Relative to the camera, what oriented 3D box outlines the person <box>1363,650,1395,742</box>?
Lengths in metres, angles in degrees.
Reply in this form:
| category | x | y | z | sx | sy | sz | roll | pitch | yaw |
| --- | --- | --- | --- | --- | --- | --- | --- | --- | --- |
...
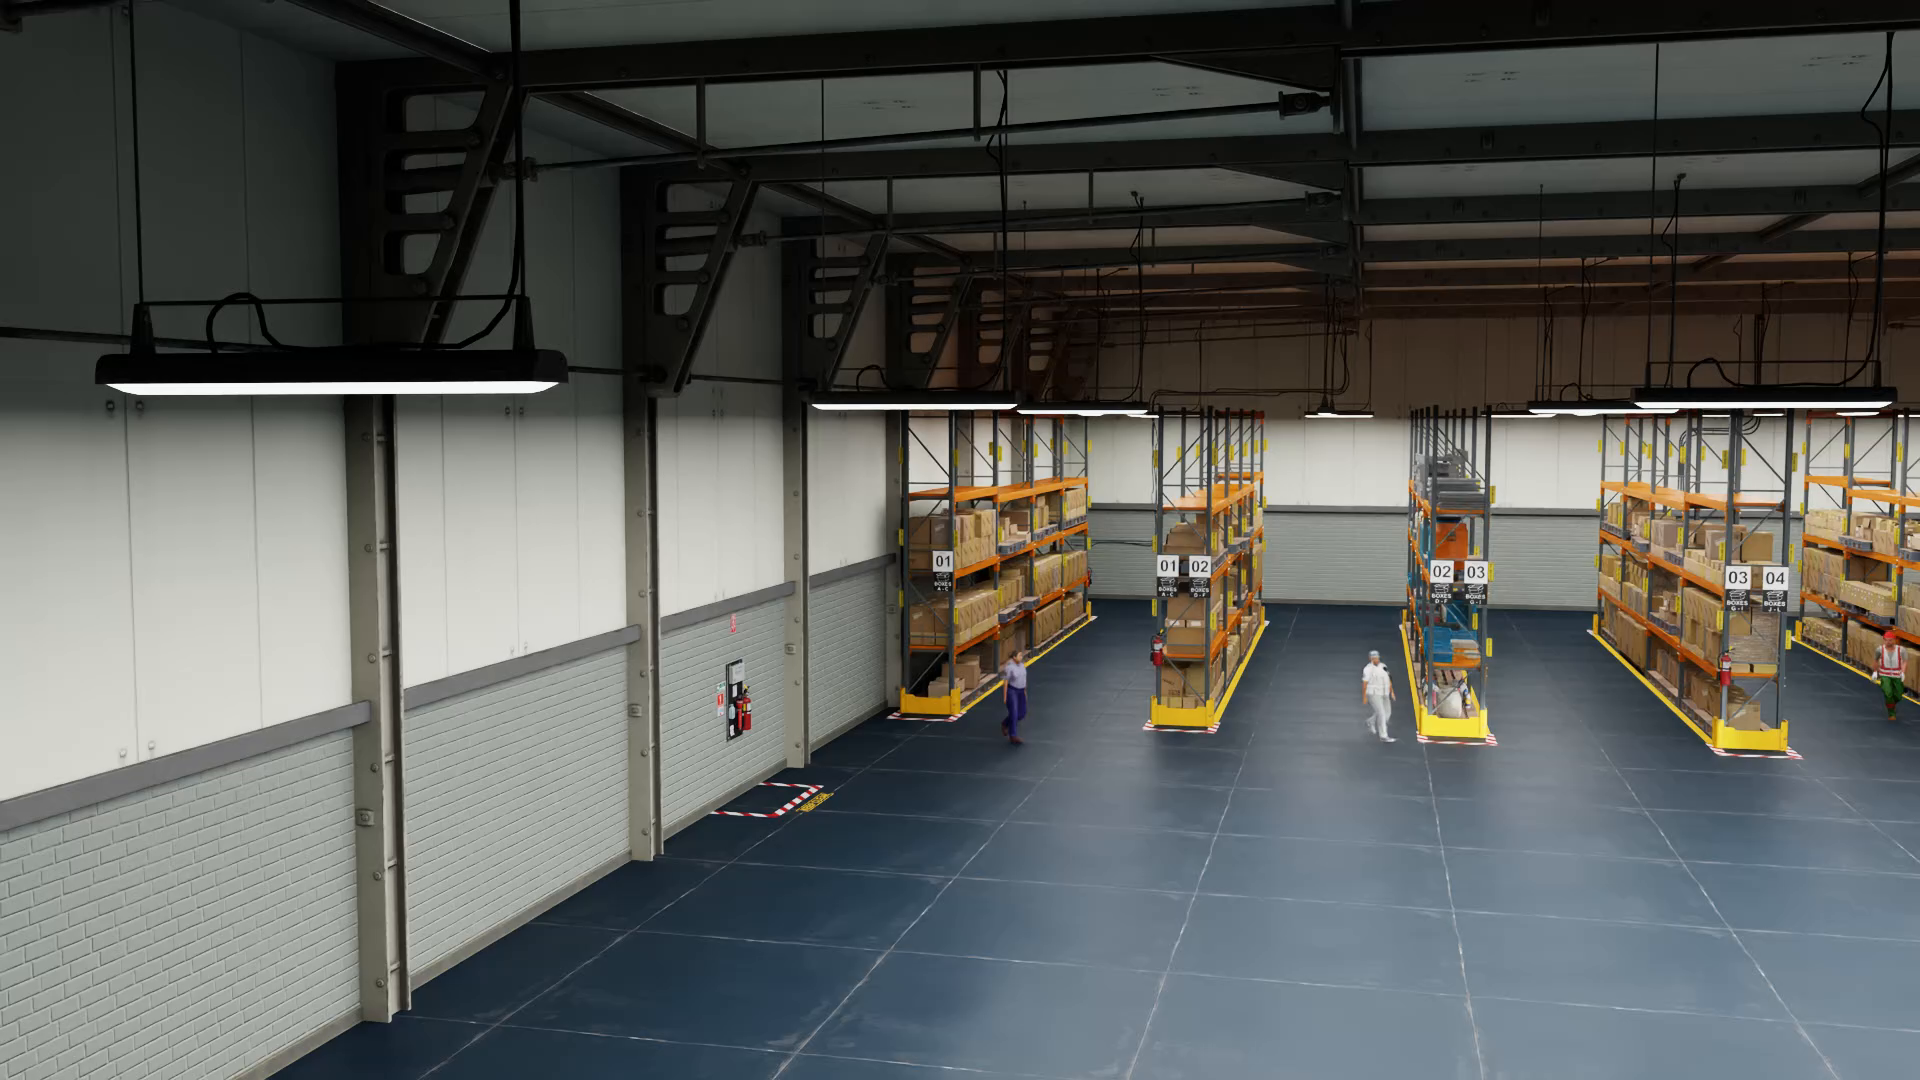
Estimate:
| category | x | y | z | sx | sy | sz | roll | pitch | yaw |
| --- | --- | --- | --- | --- | --- | --- | --- | --- | --- |
| person | 7.504 | 2.778 | 29.802 | 0.487 | 1.600 | 0.838 | -2 | 5 | -26 |

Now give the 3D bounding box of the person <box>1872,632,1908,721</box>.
| category | x | y | z | sx | sy | sz | roll | pitch | yaw |
| --- | --- | --- | --- | --- | --- | --- | --- | --- | --- |
| person | 17.855 | 2.591 | 31.933 | 0.580 | 1.689 | 0.784 | 2 | 4 | 23 |

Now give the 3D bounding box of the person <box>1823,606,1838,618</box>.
| category | x | y | z | sx | sy | sz | roll | pitch | yaw |
| --- | --- | --- | --- | --- | --- | --- | --- | --- | --- |
| person | 24.011 | 1.637 | 45.719 | 0.539 | 1.587 | 0.410 | 0 | 4 | 6 |

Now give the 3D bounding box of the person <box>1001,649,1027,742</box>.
| category | x | y | z | sx | sy | sz | roll | pitch | yaw |
| --- | --- | --- | --- | --- | --- | --- | --- | --- | --- |
| person | 0.964 | 2.763 | 29.814 | 0.628 | 1.633 | 0.511 | 4 | 5 | 41 |
